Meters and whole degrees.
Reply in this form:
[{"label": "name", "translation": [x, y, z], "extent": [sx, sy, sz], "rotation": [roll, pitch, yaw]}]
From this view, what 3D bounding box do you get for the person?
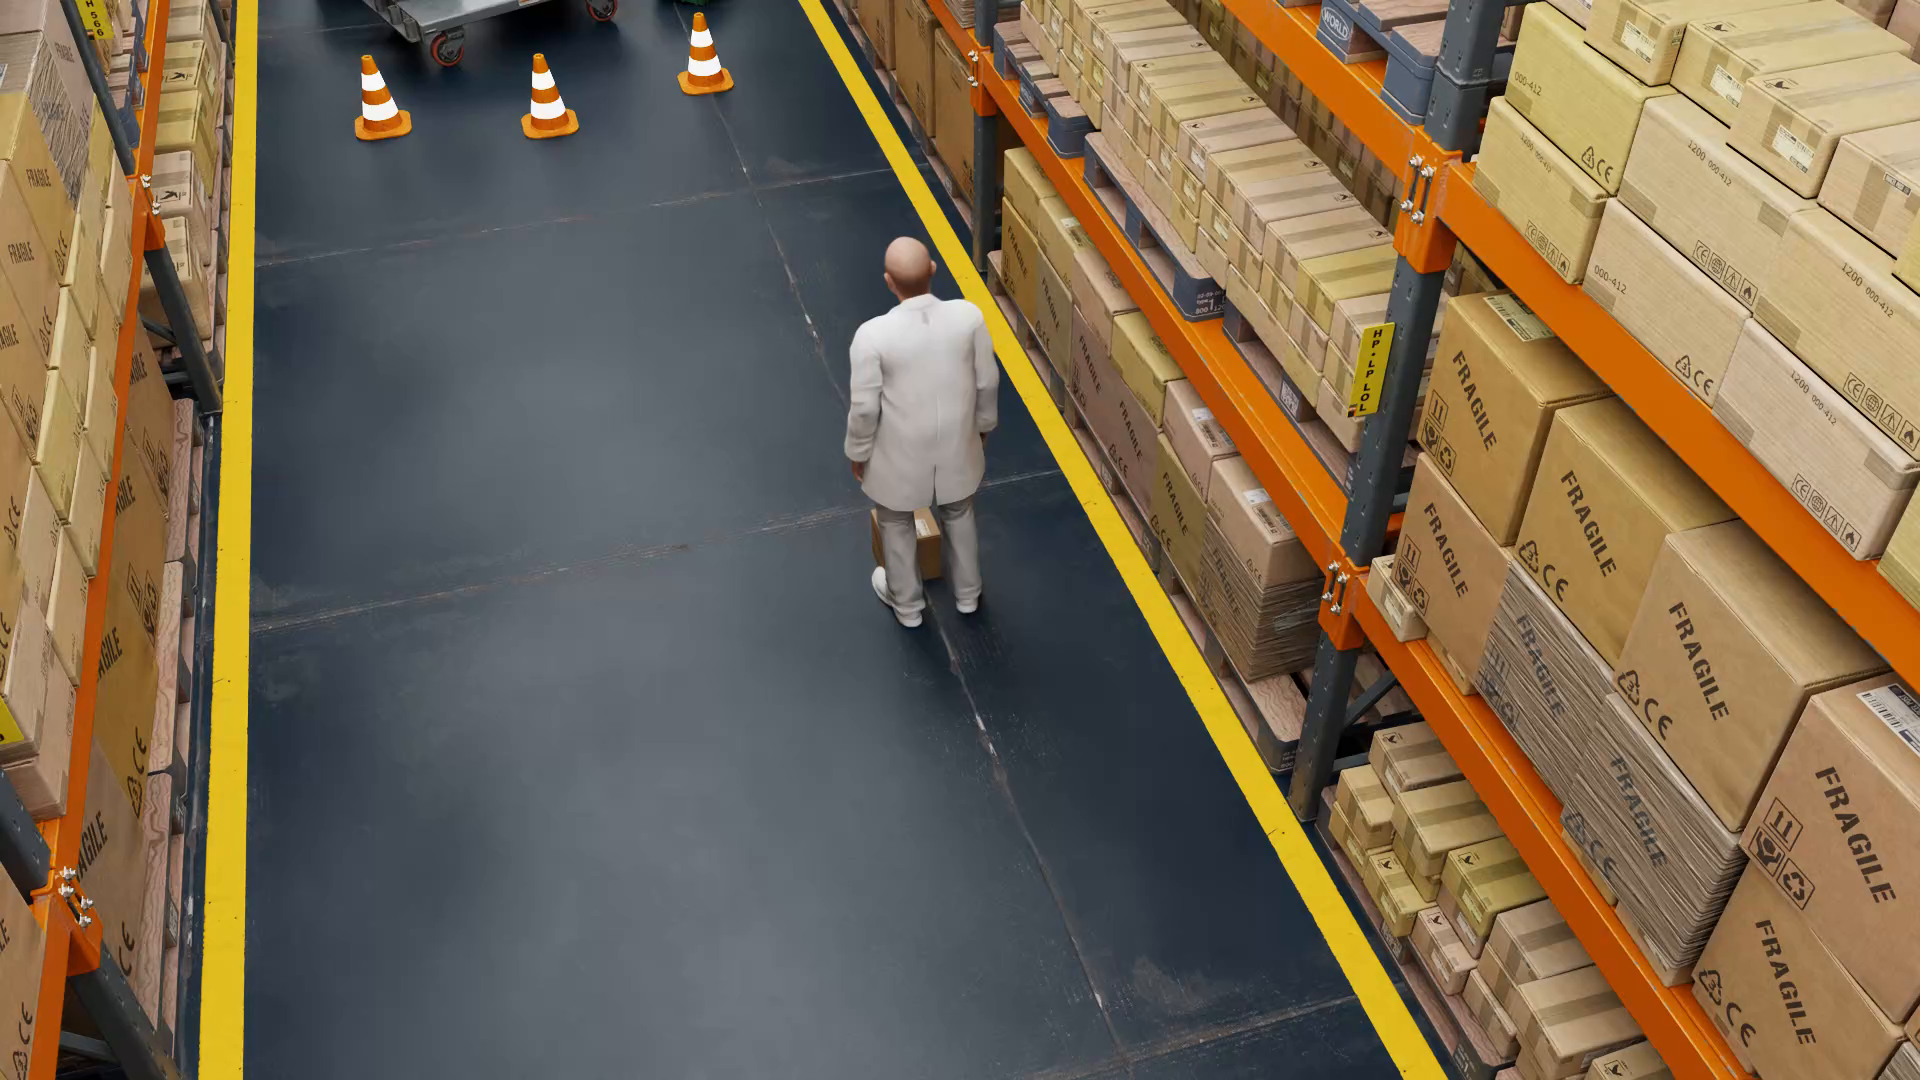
[{"label": "person", "translation": [-0.154, -0.402, 6.624], "extent": [0.640, 1.772, 0.428], "rotation": [-13, 43, -14]}]
